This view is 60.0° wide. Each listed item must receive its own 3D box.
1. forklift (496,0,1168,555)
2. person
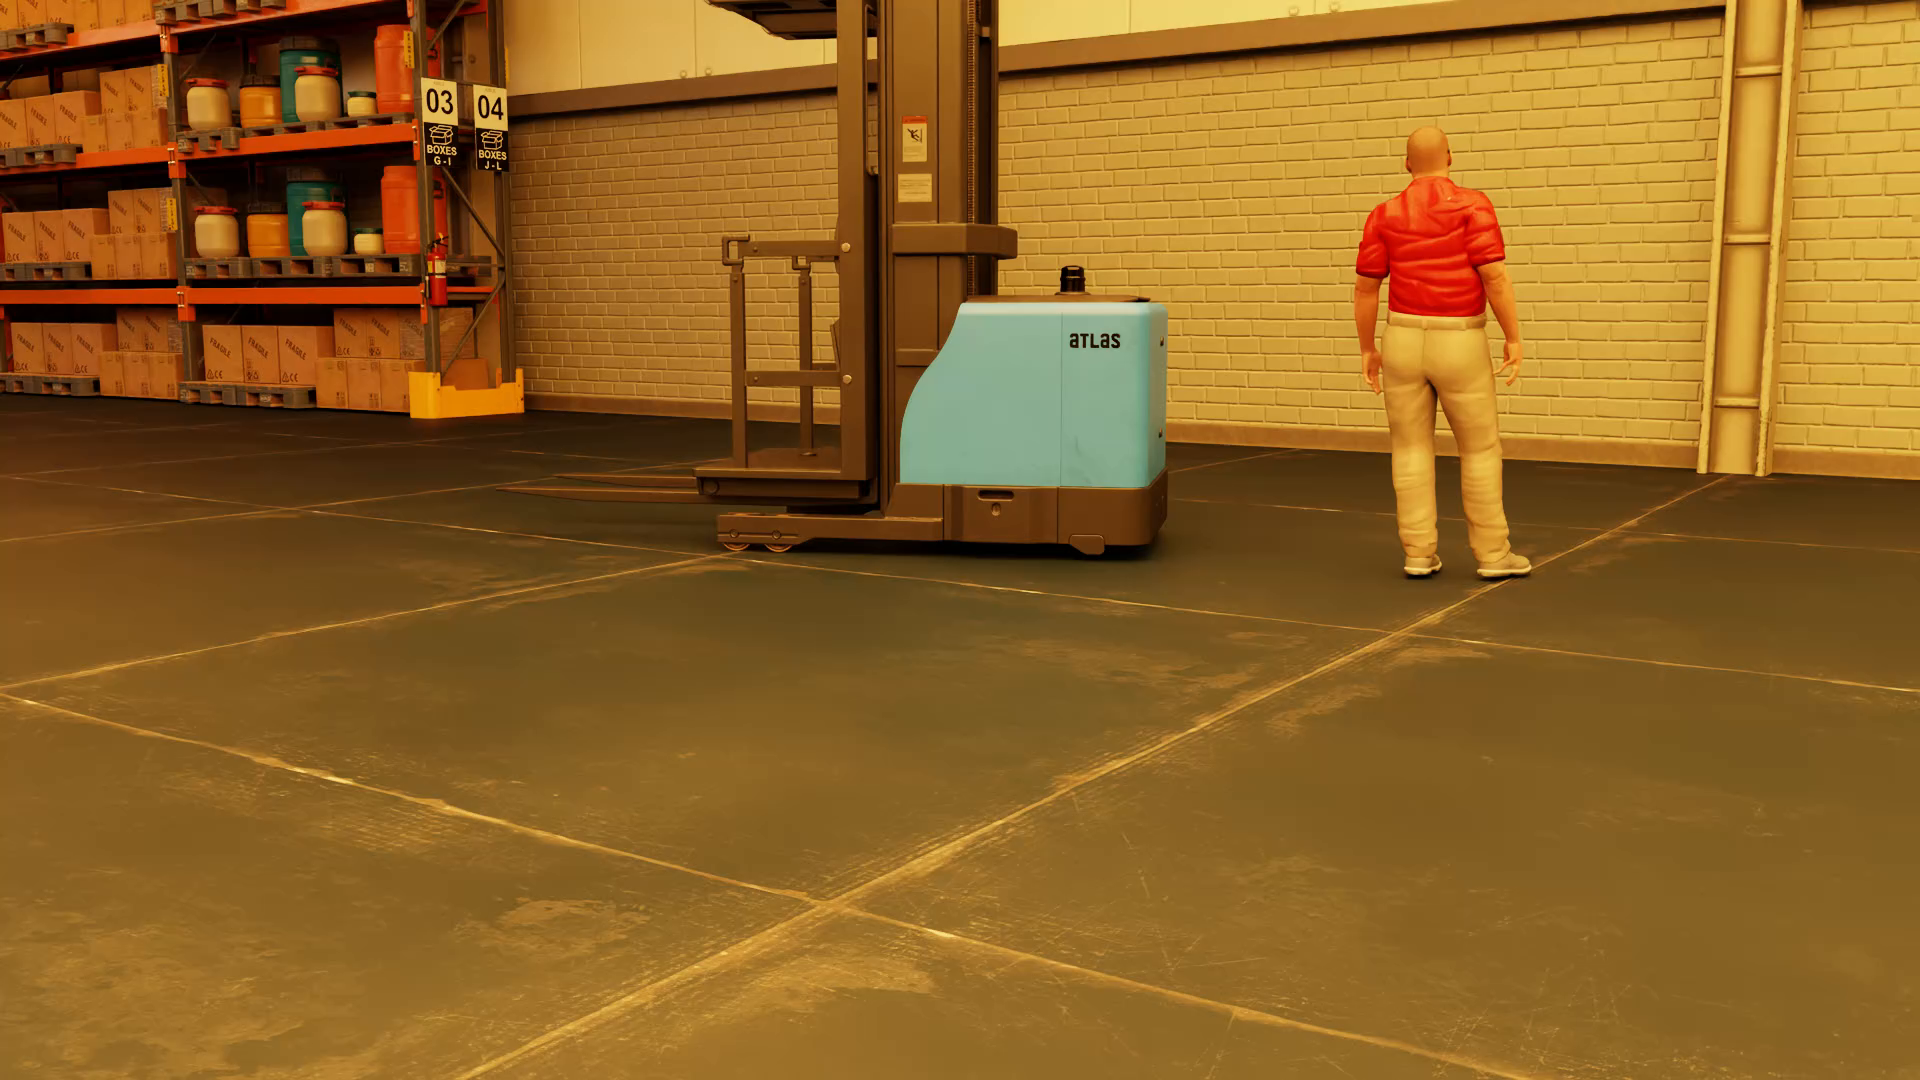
[{"bbox_3d":[-0.596,-1.469,7.520,3.031,2.935,1.130,2,8,12],"label":"forklift"},{"bbox_3d":[1.892,-0.722,6.494,0.641,1.727,0.551,5,10,33],"label":"person"}]
